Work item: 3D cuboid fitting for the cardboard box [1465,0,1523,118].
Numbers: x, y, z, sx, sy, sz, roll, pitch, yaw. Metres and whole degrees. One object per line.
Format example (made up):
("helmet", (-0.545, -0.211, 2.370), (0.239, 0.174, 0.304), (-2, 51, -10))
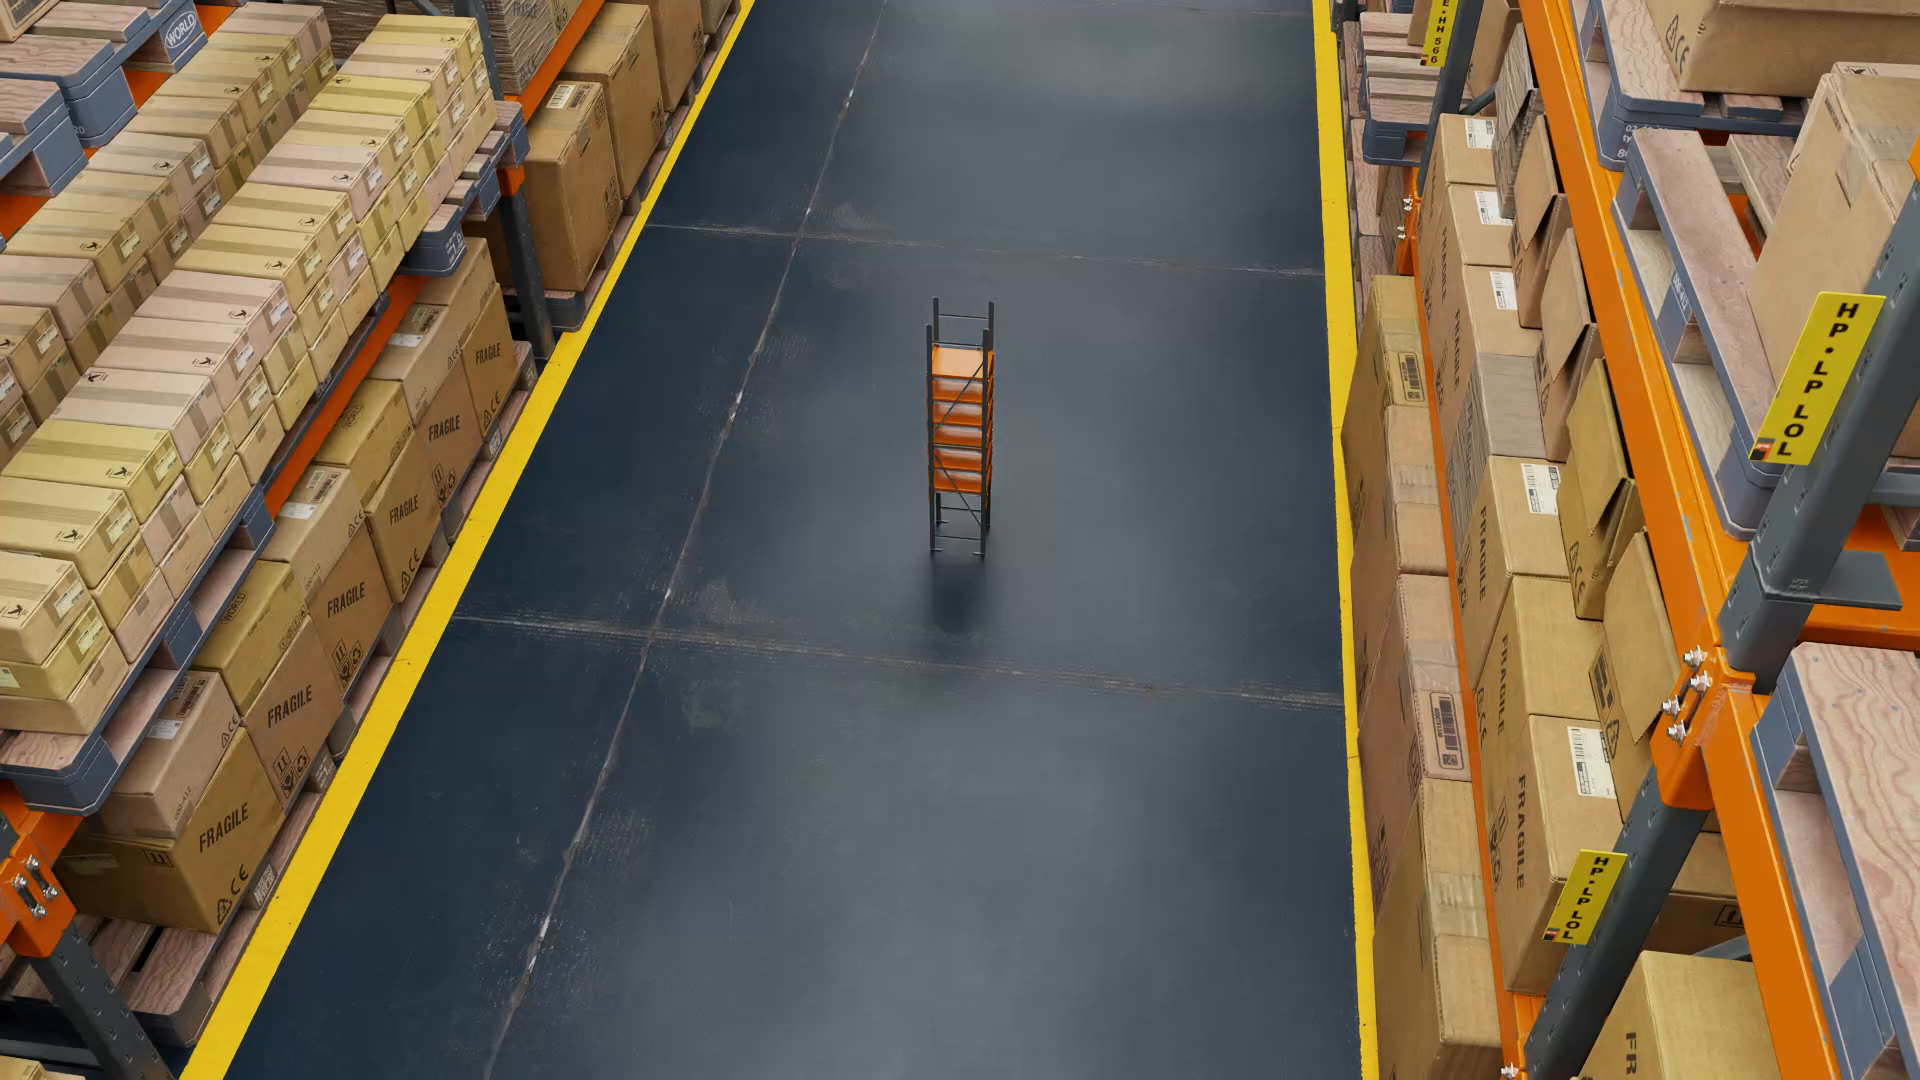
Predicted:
("cardboard box", (2.418, -2.096, 6.926), (0.500, 0.500, 0.500), (0, 43, 0))

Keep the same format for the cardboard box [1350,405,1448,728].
("cardboard box", (2.149, 0.159, 6.162), (1.225, 0.875, 0.875), (5, 44, 6))

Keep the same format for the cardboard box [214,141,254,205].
("cardboard box", (-2.878, -1.374, 6.202), (0.380, 0.149, 0.250), (5, 44, 6))

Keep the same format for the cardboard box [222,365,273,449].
("cardboard box", (-2.404, -0.439, 5.215), (0.380, 0.149, 0.250), (7, 44, 7))

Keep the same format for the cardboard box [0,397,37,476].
("cardboard box", (-3.088, -0.323, 5.092), (0.380, 0.149, 0.250), (4, 44, 4))

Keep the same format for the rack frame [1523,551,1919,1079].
("rack frame", (1.858, 1.191, 3.833), (1.000, 3.000, 0.127), (5, 44, 6))

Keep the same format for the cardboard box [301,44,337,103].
("cardboard box", (-2.780, -1.913, 6.772), (0.380, 0.149, 0.250), (7, 44, 7))

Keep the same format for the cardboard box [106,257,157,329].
("cardboard box", (-2.980, -0.851, 5.650), (0.380, 0.149, 0.250), (7, 44, 7))

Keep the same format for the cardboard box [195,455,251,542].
("cardboard box", (-2.436, -0.147, 5.123), (0.380, 0.149, 0.250), (6, 44, 6))

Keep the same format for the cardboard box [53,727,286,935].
("cardboard box", (-2.685, 0.947, 5.603), (0.500, 0.500, 0.500), (7, 44, 7))

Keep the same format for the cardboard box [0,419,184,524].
("cardboard box", (-2.470, -0.198, 4.744), (0.380, 0.149, 0.250), (6, 44, 6))

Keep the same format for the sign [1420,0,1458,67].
("sign", (1.847, -1.970, 6.386), (0.100, 0.325, 0.005), (5, 44, 6))

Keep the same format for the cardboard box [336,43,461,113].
("cardboard box", (-2.163, -1.786, 6.421), (0.380, 0.149, 0.250), (5, 44, 5))

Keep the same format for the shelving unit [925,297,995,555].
("shelving unit", (0.002, -0.446, 6.870), (0.258, 1.200, 0.189), (5, 44, 6))

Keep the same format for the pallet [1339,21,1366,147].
("pallet", (2.814, -2.718, 9.989), (1.003, 0.211, 1.213), (5, 44, 6))

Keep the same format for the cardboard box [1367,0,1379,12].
("cardboard box", (2.813, -3.097, 9.859), (0.700, 0.500, 0.500), (2, 43, 2))

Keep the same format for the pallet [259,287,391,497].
("pallet", (-2.738, -0.632, 5.898), (1.003, 0.211, 1.213), (5, 44, 6))

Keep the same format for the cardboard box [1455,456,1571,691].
("cardboard box", (1.783, 0.118, 4.894), (0.500, 0.500, 0.500), (5, 44, 5))

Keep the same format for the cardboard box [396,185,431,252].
("cardboard box", (-2.231, -1.224, 6.261), (0.380, 0.149, 0.250), (5, 44, 5))

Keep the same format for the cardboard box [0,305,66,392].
("cardboard box", (-3.045, -0.603, 5.172), (0.380, 0.149, 0.250), (4, 44, 4))

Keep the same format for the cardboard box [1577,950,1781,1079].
("cardboard box", (1.541, 1.168, 3.204), (0.500, 0.500, 0.500), (5, 44, 6))

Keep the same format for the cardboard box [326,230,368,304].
("cardboard box", (-2.299, -0.967, 5.773), (0.380, 0.149, 0.250), (6, 44, 7))

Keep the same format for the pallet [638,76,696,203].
("pallet", (-2.174, -2.402, 9.655), (1.003, 0.211, 1.213), (5, 44, 6))

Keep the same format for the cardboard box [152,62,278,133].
("cardboard box", (-2.840, -1.685, 6.314), (0.380, 0.149, 0.250), (5, 44, 5))

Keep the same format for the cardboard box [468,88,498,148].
("cardboard box", (-2.126, -1.738, 6.804), (0.380, 0.149, 0.250), (6, 44, 6))

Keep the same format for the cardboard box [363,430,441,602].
("cardboard box", (-2.471, -0.112, 6.722), (0.500, 0.500, 0.500), (3, 44, 4))

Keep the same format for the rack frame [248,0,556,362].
("rack frame", (-2.517, -2.055, 7.261), (1.000, 3.000, 0.127), (5, 44, 6))

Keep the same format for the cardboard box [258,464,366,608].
("cardboard box", (-2.546, -0.036, 6.096), (0.500, 0.250, 0.500), (7, 44, 7))

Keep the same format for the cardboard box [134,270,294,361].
("cardboard box", (-2.368, -0.714, 5.289), (0.380, 0.149, 0.250), (7, 44, 7))

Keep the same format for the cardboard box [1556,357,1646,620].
("cardboard box", (2.036, -0.112, 4.407), (0.797, 0.503, 0.637), (6, 44, 6))

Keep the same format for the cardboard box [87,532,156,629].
("cardboard box", (-2.505, 0.098, 4.648), (0.380, 0.149, 0.250), (4, 44, 5))

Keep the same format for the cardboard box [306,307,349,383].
("cardboard box", (-2.334, -0.679, 5.684), (0.380, 0.149, 0.250), (3, 44, 4))

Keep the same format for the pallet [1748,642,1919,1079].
("pallet", (1.739, 0.691, 2.244), (1.003, 0.211, 1.213), (5, 44, 6))

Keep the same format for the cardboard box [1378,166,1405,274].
("cardboard box", (2.516, -1.625, 8.305), (0.700, 0.500, 0.500), (2, 43, 2))

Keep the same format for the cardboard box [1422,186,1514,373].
("cardboard box", (1.987, -0.913, 5.982), (0.500, 0.500, 0.500), (4, 44, 4))

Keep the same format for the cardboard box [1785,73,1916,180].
("cardboard box", (2.092, -0.758, 3.469), (0.500, 0.311, 0.500), (4, 44, 4))

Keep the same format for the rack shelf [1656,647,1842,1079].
("rack shelf", (1.593, 1.726, 1.609), (1.077, 0.370, 4.000), (5, 44, 6))

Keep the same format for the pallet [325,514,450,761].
("pallet", (-2.785, 0.319, 6.782), (1.003, 0.211, 1.213), (5, 44, 6))

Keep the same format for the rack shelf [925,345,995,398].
("rack shelf", (0.002, -0.675, 6.653), (0.258, 0.103, 0.180), (5, 44, 6))

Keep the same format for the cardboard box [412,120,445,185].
("cardboard box", (-2.196, -1.485, 6.319), (0.380, 0.149, 0.250), (6, 44, 7))

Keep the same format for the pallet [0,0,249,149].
("pallet", (-2.724, -1.468, 4.596), (1.213, 0.211, 1.003), (5, 44, 6))

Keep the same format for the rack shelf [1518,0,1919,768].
("rack shelf", (2.122, -1.000, 4.488), (1.077, 0.370, 4.000), (5, 44, 6))

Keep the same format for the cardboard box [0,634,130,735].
("cardboard box", (-2.538, 0.383, 4.563), (0.380, 0.149, 0.250), (3, 44, 3))

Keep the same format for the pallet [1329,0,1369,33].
("pallet", (2.969, -3.710, 11.036), (1.003, 0.211, 1.213), (5, 44, 6))

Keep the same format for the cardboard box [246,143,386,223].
("cardboard box", (-2.266, -1.261, 5.867), (0.380, 0.149, 0.250), (5, 44, 6))

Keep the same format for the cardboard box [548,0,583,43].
("cardboard box", (-2.125, -2.719, 7.890), (0.500, 0.500, 0.500), (5, 44, 5))

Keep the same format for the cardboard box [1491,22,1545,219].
("cardboard box", (2.274, -1.439, 5.808), (0.797, 0.503, 0.637), (7, 44, 7))

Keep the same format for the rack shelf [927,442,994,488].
("rack shelf", (0.002, -0.326, 6.983), (0.258, 0.103, 0.180), (5, 44, 6))

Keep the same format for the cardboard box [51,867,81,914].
("cardboard box", (-3.197, 0.899, 5.654), (0.500, 0.500, 0.500), (4, 44, 5))

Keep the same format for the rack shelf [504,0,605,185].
("rack shelf", (-2.252, -3.157, 8.948), (1.077, 0.370, 4.000), (5, 44, 6))

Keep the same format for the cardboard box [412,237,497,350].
("cardboard box", (-2.347, -1.082, 7.201), (0.500, 0.250, 0.500), (4, 44, 5))

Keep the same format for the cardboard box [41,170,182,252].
("cardboard box", (-2.942, -1.139, 5.738), (0.380, 0.149, 0.250), (6, 44, 7))

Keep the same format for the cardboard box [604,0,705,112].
("cardboard box", (-2.112, -3.028, 9.620), (1.050, 0.750, 0.750), (5, 44, 6))
